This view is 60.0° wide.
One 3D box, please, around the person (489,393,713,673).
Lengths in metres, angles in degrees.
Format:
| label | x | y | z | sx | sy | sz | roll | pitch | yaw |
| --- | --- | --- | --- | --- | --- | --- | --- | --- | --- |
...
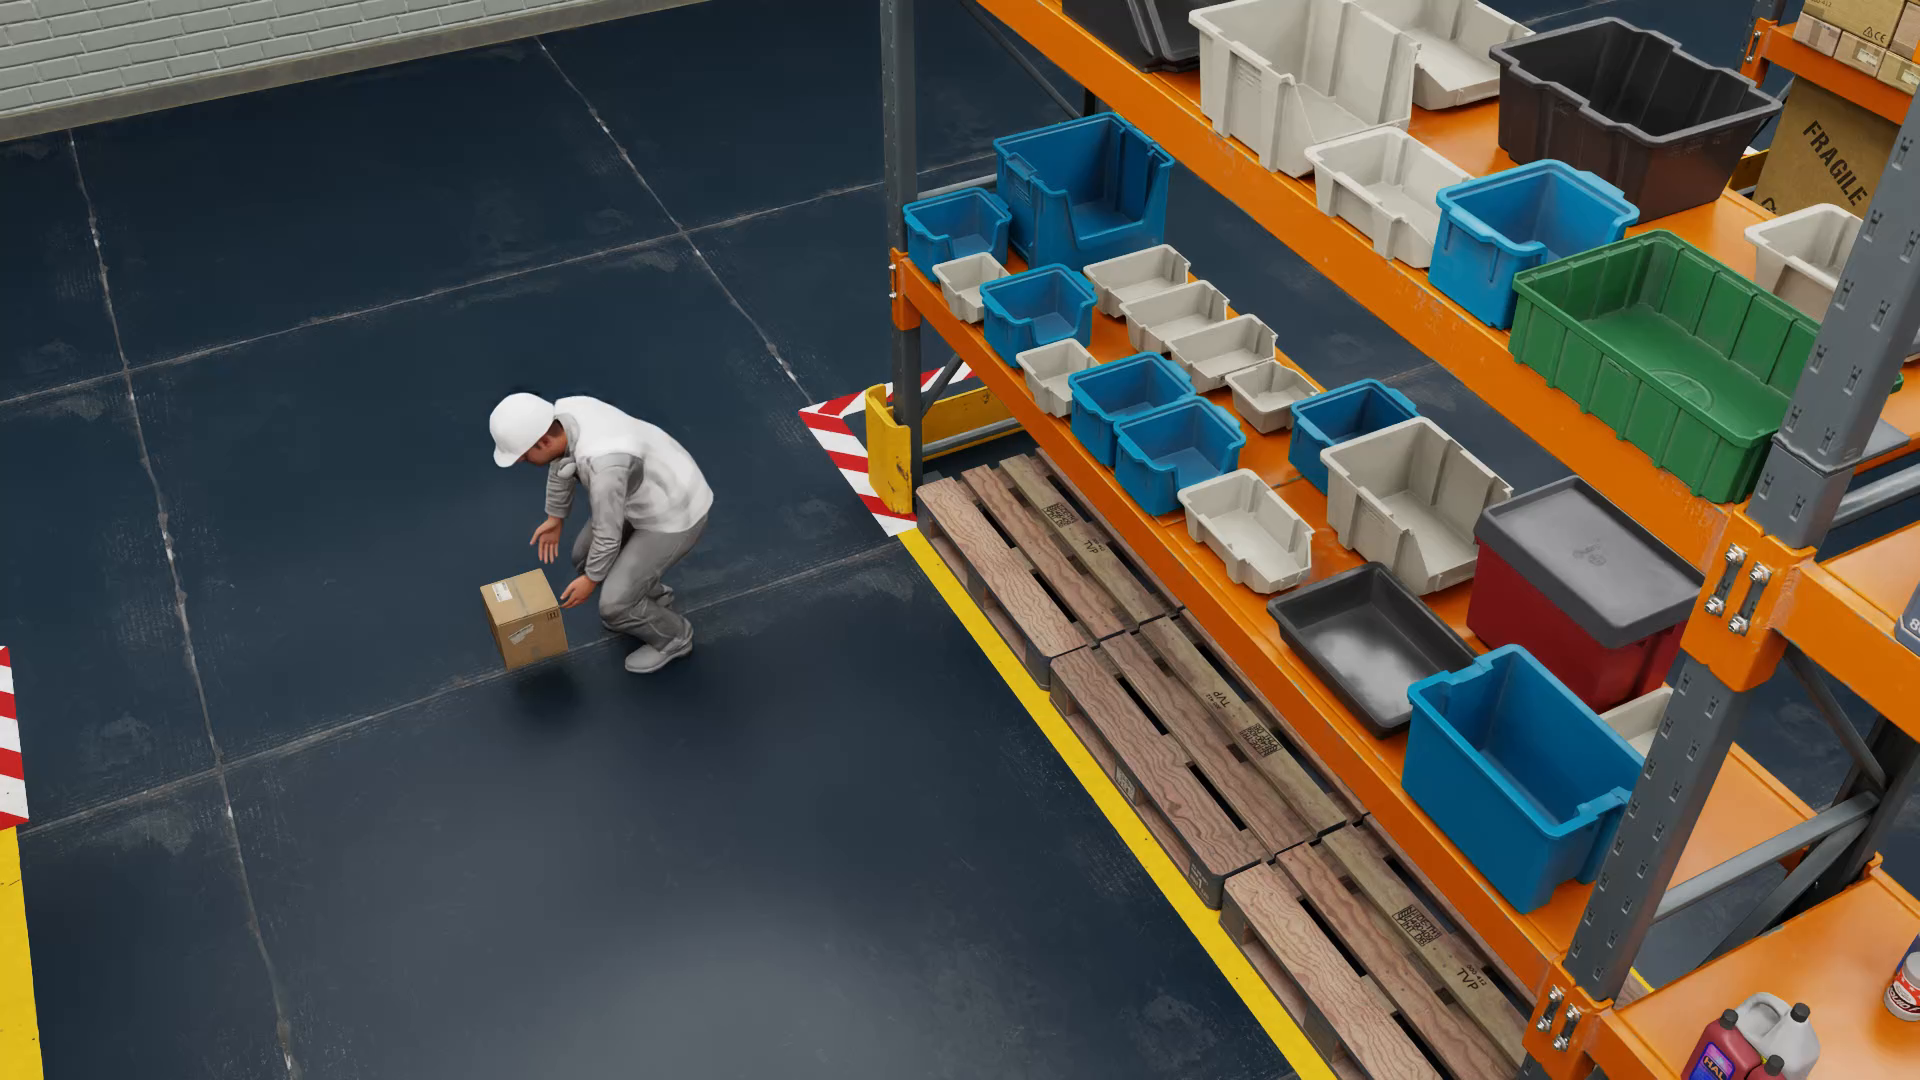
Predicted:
| label | x | y | z | sx | sy | sz | roll | pitch | yaw |
| --- | --- | --- | --- | --- | --- | --- | --- | --- | --- |
| person | -1.354 | -0.066 | 6.513 | 0.784 | 1.392 | 0.591 | -19 | 44 | -20 |
